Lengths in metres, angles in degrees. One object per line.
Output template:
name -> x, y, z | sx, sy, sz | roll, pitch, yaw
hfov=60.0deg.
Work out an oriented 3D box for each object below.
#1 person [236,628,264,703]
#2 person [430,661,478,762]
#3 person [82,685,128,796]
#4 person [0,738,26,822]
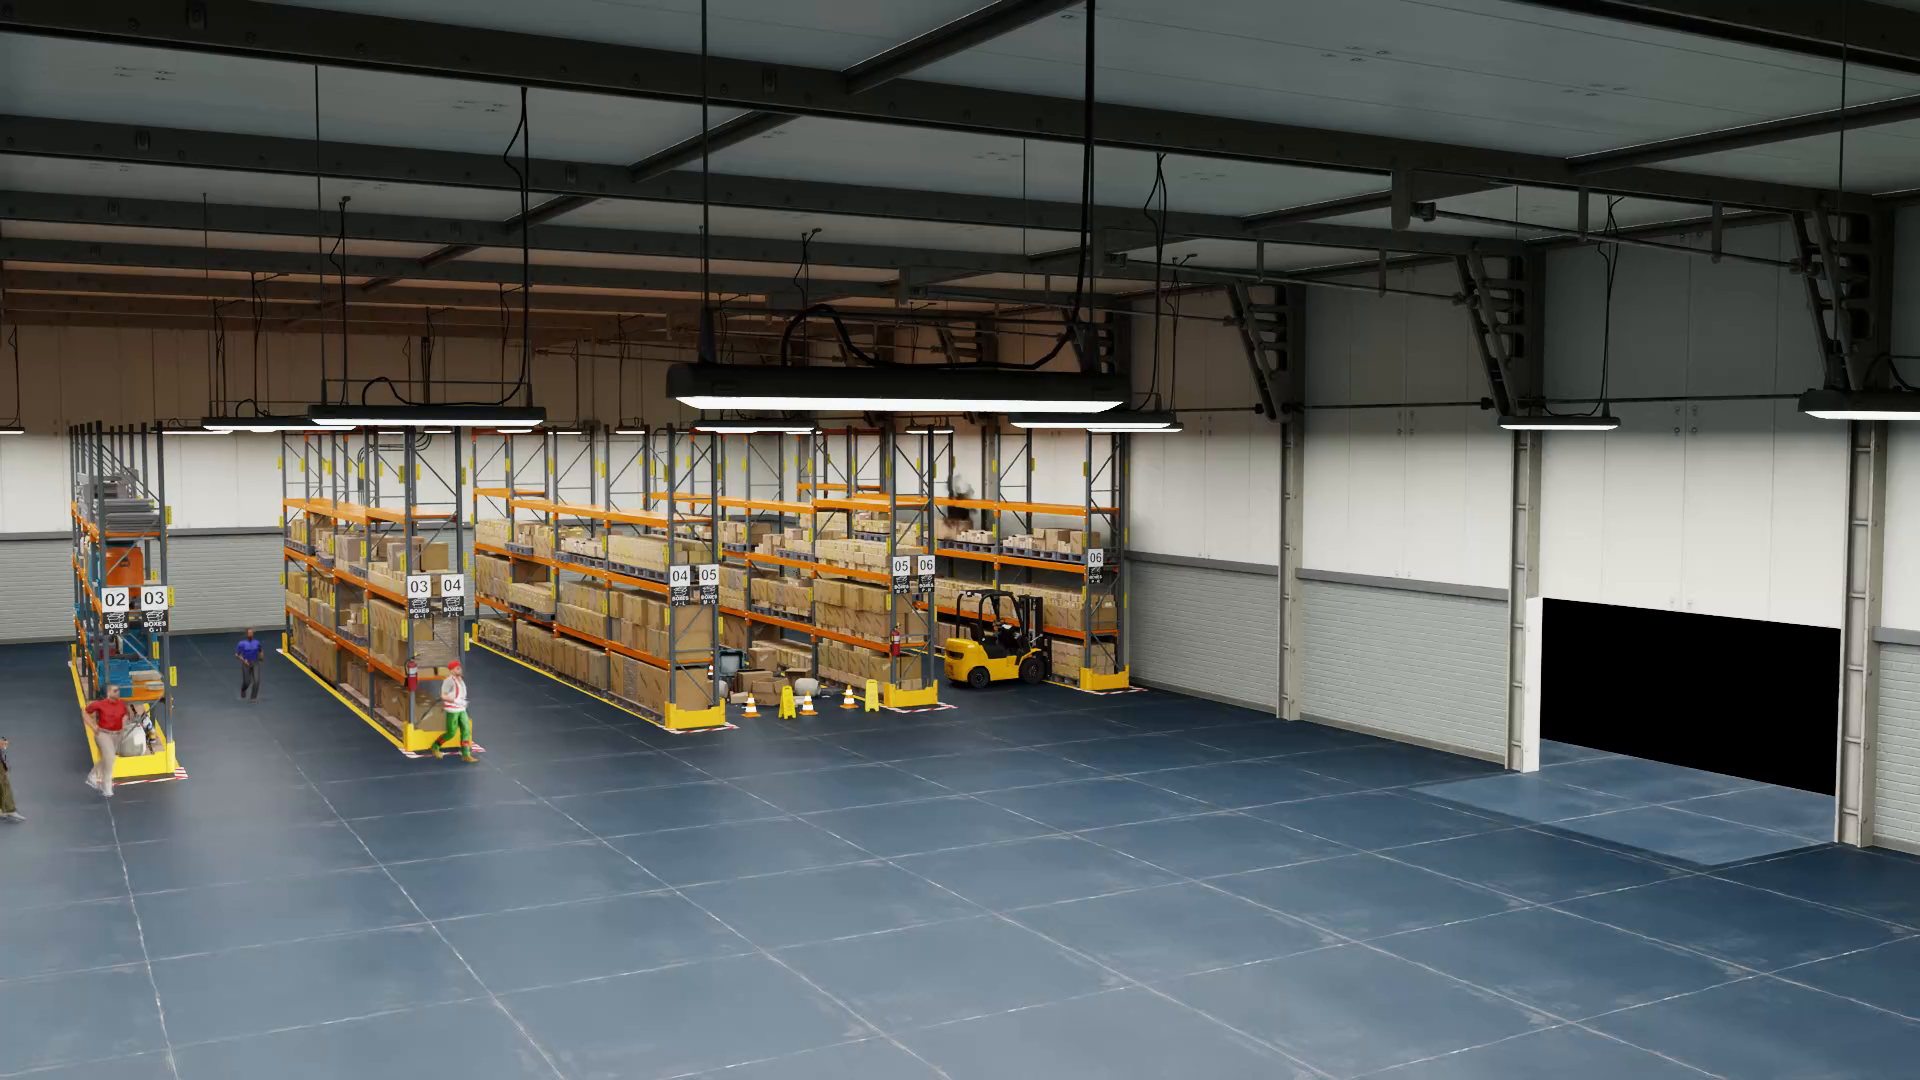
person -> -15.293, 2.703, 35.850 | 0.576, 1.604, 0.615 | -3, 5, -39
person -> -8.886, 3.002, 29.211 | 0.892, 1.779, 0.666 | 1, 4, 14
person -> -13.784, 3.234, 26.905 | 0.762, 1.788, 0.685 | 1, 4, 21
person -> -14.425, 3.298, 24.618 | 1.048, 1.800, 0.704 | 0, 4, -2
